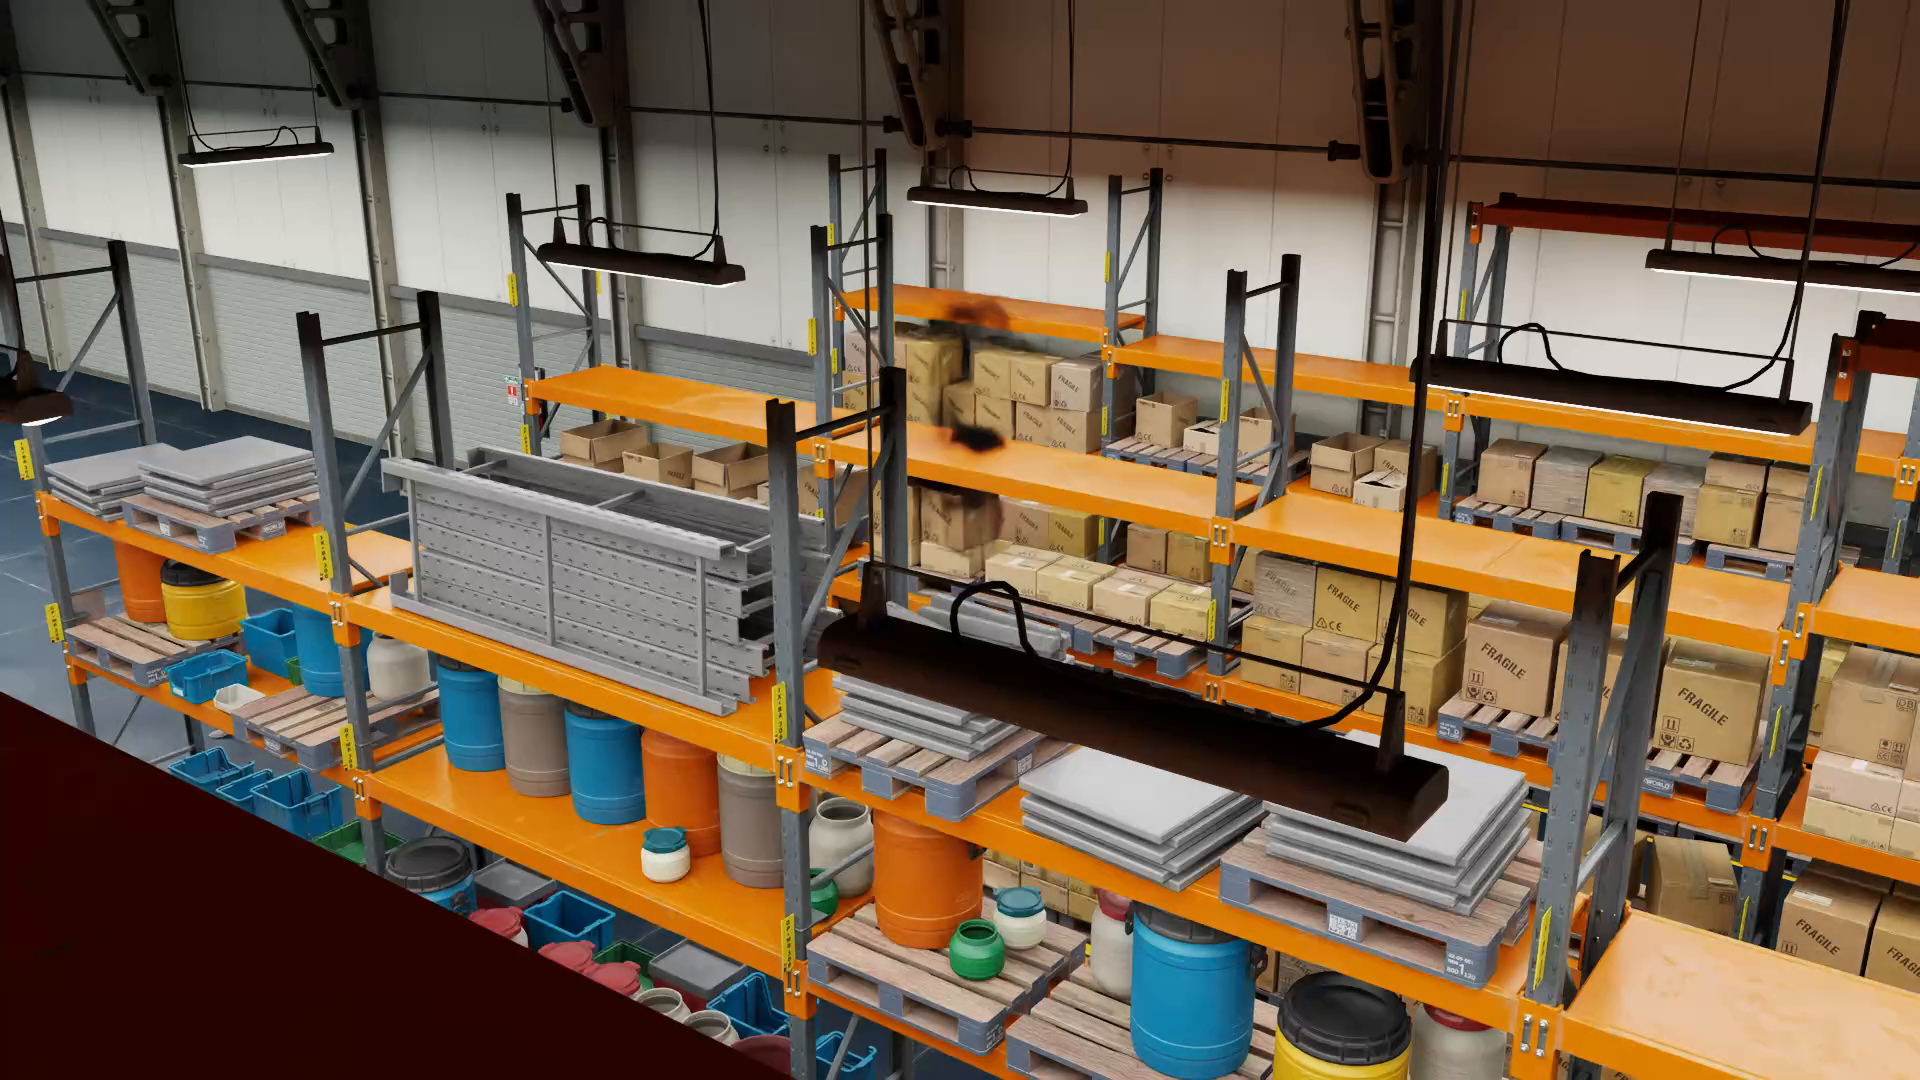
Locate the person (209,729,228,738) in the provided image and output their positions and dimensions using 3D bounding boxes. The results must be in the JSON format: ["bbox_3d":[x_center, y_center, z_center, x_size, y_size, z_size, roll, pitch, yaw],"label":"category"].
[{"bbox_3d":[-8.084,1.359,18.526,0.754,1.647,0.611,-13,23,-34],"label":"person"}]

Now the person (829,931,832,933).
[{"bbox_3d":[-1.416,2.822,13.924,0.926,1.714,0.680,5,19,15],"label":"person"}]
